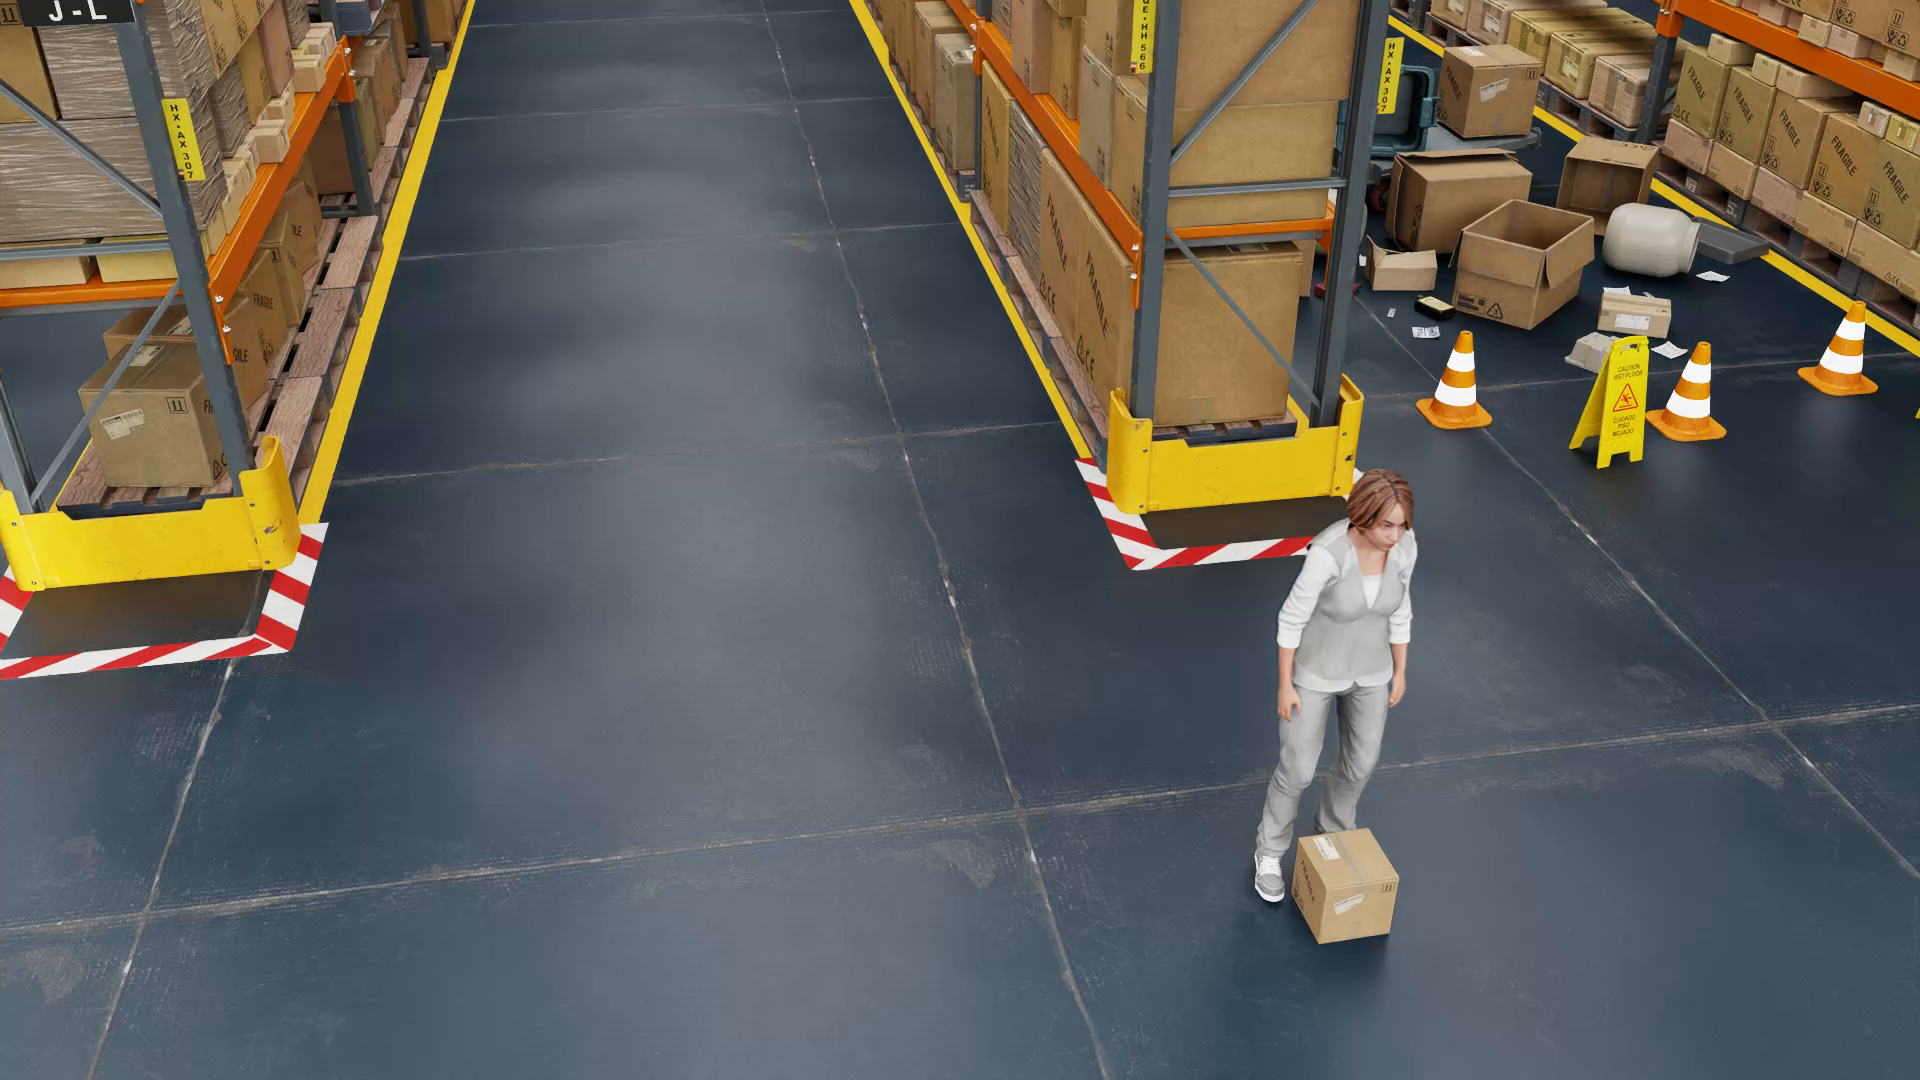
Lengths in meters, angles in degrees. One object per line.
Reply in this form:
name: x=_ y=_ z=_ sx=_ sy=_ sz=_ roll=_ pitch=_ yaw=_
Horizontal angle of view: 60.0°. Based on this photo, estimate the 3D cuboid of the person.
person: x=1.227 y=0.456 z=5.389 sx=0.478 sy=1.592 sz=0.345 roll=-7 pitch=32 yaw=-12
